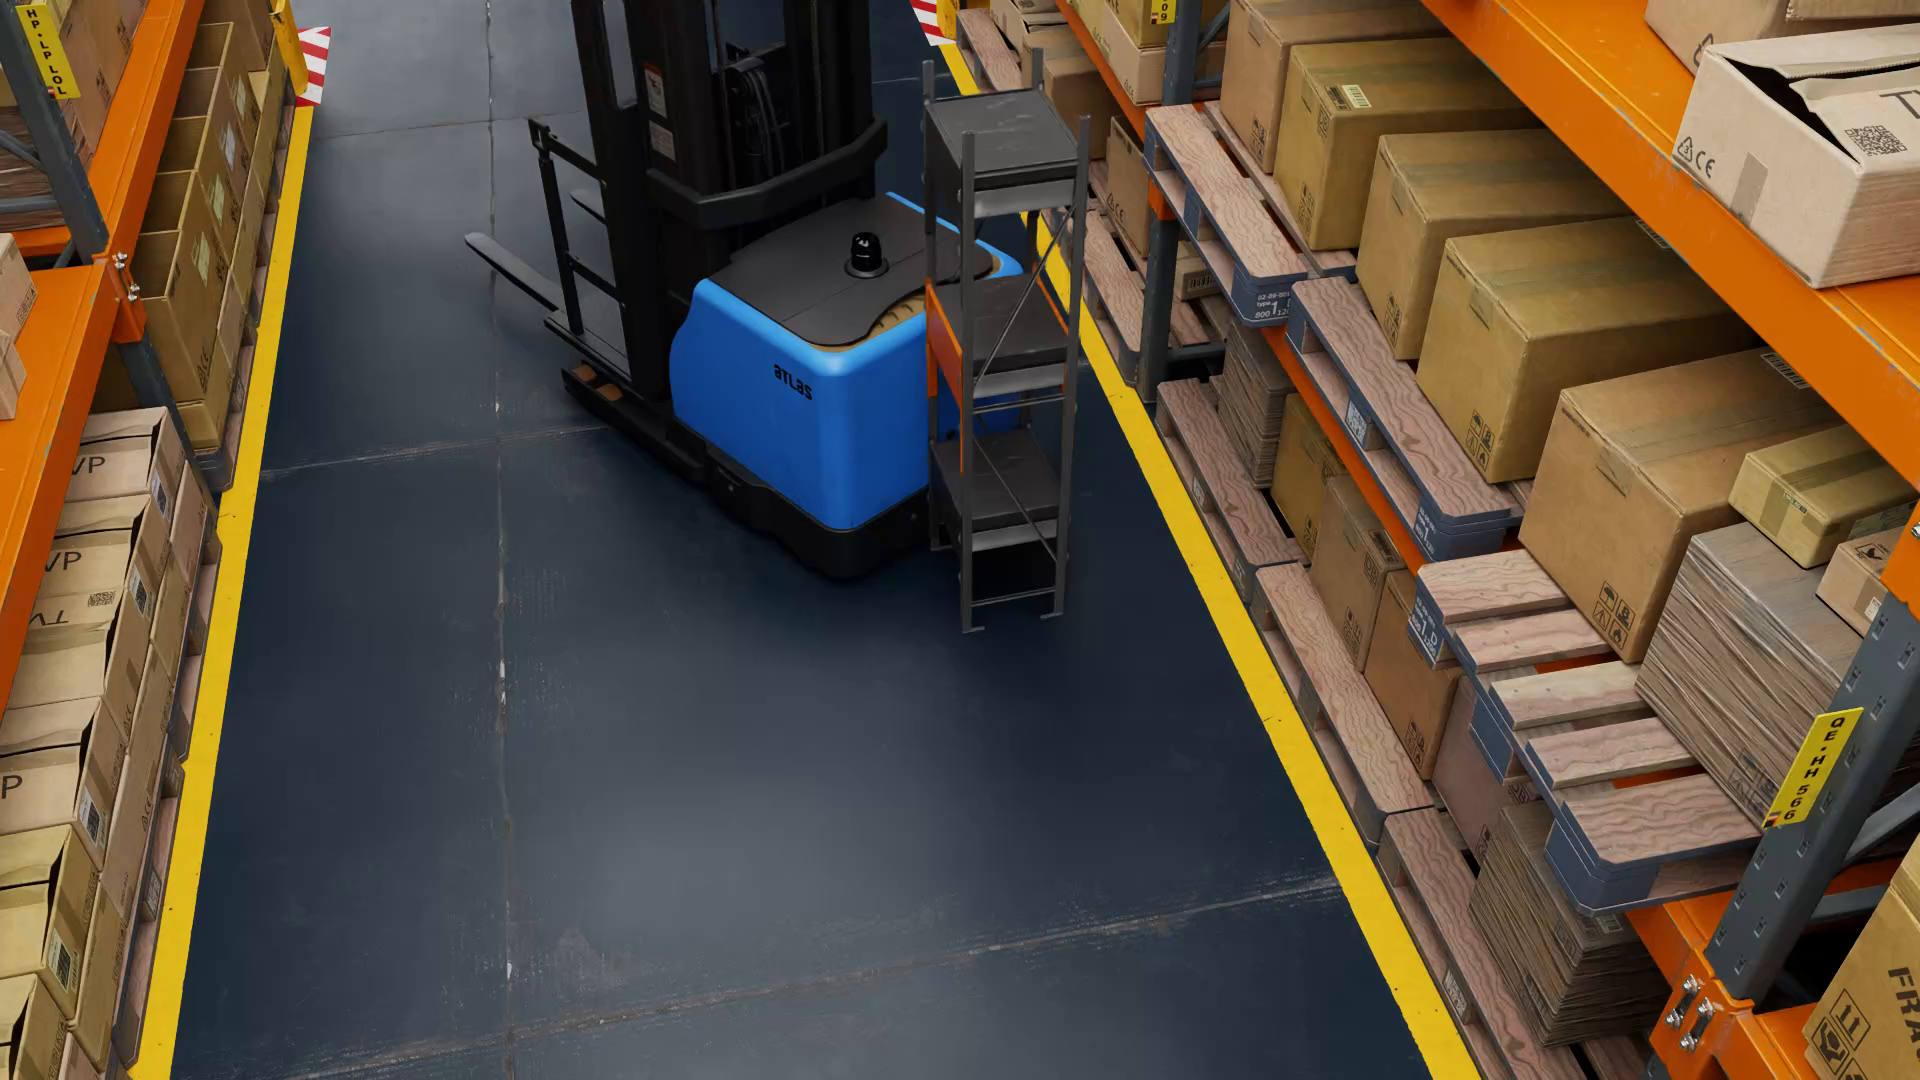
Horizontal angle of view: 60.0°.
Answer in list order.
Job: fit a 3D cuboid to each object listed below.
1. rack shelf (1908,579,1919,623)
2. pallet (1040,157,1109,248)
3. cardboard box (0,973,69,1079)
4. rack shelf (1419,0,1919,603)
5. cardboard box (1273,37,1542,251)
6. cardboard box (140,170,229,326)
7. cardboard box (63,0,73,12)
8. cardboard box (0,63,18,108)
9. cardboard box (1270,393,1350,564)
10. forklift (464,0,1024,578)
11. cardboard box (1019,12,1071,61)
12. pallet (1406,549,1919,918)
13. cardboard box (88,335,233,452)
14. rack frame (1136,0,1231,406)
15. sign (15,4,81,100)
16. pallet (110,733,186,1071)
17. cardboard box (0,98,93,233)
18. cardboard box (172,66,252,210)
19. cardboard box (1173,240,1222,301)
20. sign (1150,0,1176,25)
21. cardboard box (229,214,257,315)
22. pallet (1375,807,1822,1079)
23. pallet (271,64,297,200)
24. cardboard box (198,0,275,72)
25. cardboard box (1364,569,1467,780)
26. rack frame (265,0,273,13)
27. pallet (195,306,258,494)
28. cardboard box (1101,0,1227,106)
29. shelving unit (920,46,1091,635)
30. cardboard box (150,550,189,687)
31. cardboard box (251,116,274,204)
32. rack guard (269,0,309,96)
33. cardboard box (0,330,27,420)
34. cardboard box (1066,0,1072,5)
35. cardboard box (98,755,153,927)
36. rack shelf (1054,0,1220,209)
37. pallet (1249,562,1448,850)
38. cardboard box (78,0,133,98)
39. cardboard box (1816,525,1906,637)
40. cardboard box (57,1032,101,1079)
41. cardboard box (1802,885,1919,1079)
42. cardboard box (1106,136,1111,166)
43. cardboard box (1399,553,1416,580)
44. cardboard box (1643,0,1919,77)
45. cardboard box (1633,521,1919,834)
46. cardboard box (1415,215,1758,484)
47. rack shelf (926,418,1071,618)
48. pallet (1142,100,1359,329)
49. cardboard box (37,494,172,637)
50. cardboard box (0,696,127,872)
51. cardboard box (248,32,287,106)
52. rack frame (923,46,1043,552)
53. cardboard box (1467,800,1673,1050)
[{"bbox_3d":[2.591,1.203,1.418,1.077,0.370,4.000,-8,42,-9],"label":"rack shelf"},{"bbox_3d":[0.850,-2.014,8.860,1.003,0.211,1.213,-8,42,-9],"label":"pallet"},{"bbox_3d":[-2.625,1.412,4.232,0.500,0.311,0.500,-9,42,-10],"label":"cardboard box"},{"bbox_3d":[1.728,-1.390,4.339,1.077,0.370,4.000,-8,42,-9],"label":"rack shelf"},{"bbox_3d":[1.486,-1.338,5.591,0.700,0.500,0.500,-4,42,-5],"label":"cardboard box"},{"bbox_3d":[-3.450,-1.199,7.032,0.500,0.500,0.500,-8,42,-9],"label":"cardboard box"},{"bbox_3d":[-3.579,-2.103,6.296,0.380,0.149,0.250,-9,42,-10],"label":"cardboard box"},{"bbox_3d":[-3.409,-1.604,5.733,0.380,0.149,0.250,-8,42,-9],"label":"cardboard box"},{"bbox_3d":[1.632,-0.261,6.336,0.700,0.500,0.500,-9,42,-10],"label":"cardboard box"},{"bbox_3d":[-1.122,-1.829,6.603,1.130,2.935,3.031,-32,51,-31],"label":"forklift"},{"bbox_3d":[0.617,-2.755,9.288,0.500,0.311,0.500,-5,42,-6],"label":"cardboard box"},{"bbox_3d":[1.902,0.384,4.202,1.213,0.211,1.003,-8,42,-9],"label":"pallet"},{"bbox_3d":[-3.344,-0.594,6.915,0.500,0.250,0.500,-8,42,-9],"label":"cardboard box"},{"bbox_3d":[1.296,-1.834,6.556,1.000,3.000,0.127,-8,42,-9],"label":"rack frame"},{"bbox_3d":[-3.012,-1.609,5.491,0.100,0.325,0.005,-8,42,-9],"label":"sign"},{"bbox_3d":[-3.076,1.186,5.255,1.003,0.211,1.213,-8,42,-9],"label":"pallet"},{"bbox_3d":[-3.642,-1.446,6.044,0.700,0.500,0.500,-9,42,-10],"label":"cardboard box"},{"bbox_3d":[-3.660,-1.848,7.763,0.500,0.500,0.500,-8,42,-9],"label":"cardboard box"},{"bbox_3d":[1.151,-1.281,7.737,0.380,0.166,0.250,-14,43,-15],"label":"cardboard box"},{"bbox_3d":[0.768,-2.075,6.176,0.100,0.325,0.005,-8,42,-9],"label":"sign"},{"bbox_3d":[-3.550,-1.244,7.647,0.500,0.250,0.500,-8,42,-9],"label":"cardboard box"},{"bbox_3d":[1.992,1.295,5.132,1.003,0.211,1.213,-8,42,-9],"label":"pallet"},{"bbox_3d":[-4.197,-2.182,9.049,1.003,0.211,1.213,-8,42,-9],"label":"pallet"},{"bbox_3d":[-3.997,-2.819,8.856,0.500,0.500,0.500,-8,42,-9],"label":"cardboard box"},{"bbox_3d":[1.821,0.401,5.590,0.700,0.500,0.500,-9,42,-10],"label":"cardboard box"},{"bbox_3d":[-4.403,-3.714,8.675,1.000,3.000,0.127,-8,42,-9],"label":"rack frame"},{"bbox_3d":[-3.671,-0.600,7.267,1.003,0.211,1.213,-8,42,-9],"label":"pallet"},{"bbox_3d":[0.898,-2.049,6.897,0.500,0.250,0.500,-8,42,-9],"label":"cardboard box"},{"bbox_3d":[0.139,-0.619,5.866,0.431,2.100,0.503,-10,43,-11],"label":"shelving unit"},{"bbox_3d":[-3.060,0.305,5.902,0.500,0.250,0.500,-9,42,-10],"label":"cardboard box"},{"bbox_3d":[-3.770,-1.892,8.376,0.500,0.250,0.500,-8,42,-9],"label":"cardboard box"},{"bbox_3d":[-4.409,-2.795,9.522,1.175,0.500,0.348,-8,42,-9],"label":"rack guard"},{"bbox_3d":[-3.171,-0.528,5.186,0.396,0.266,0.258,-9,42,-10],"label":"cardboard box"},{"bbox_3d":[0.675,-2.697,7.626,0.500,0.250,0.500,-9,42,-10],"label":"cardboard box"},{"bbox_3d":[-2.841,0.967,5.156,0.500,0.250,0.500,-8,42,-8],"label":"cardboard box"},{"bbox_3d":[0.864,-2.861,8.256,1.077,0.370,4.000,-8,42,-9],"label":"rack shelf"},{"bbox_3d":[1.732,0.506,6.021,1.003,0.211,1.213,-8,42,-9],"label":"pallet"},{"bbox_3d":[-3.867,-2.112,6.795,0.700,0.500,0.500,-8,42,-9],"label":"cardboard box"},{"bbox_3d":[2.056,0.095,3.488,0.380,0.149,0.250,-14,43,-15],"label":"cardboard box"},{"bbox_3d":[-2.612,1.635,4.403,0.500,0.250,0.500,-9,42,-10],"label":"cardboard box"},{"bbox_3d":[2.014,0.954,3.101,0.500,0.500,0.500,-7,42,-8],"label":"cardboard box"},{"bbox_3d":[0.970,-1.972,8.528,0.380,0.149,0.250,-12,43,-13],"label":"cardboard box"},{"bbox_3d":[1.775,0.078,5.389,0.500,0.250,0.500,-9,42,-9],"label":"cardboard box"},{"bbox_3d":[1.970,-1.263,3.560,0.797,0.503,0.637,-3,42,-3],"label":"cardboard box"},{"bbox_3d":[2.048,0.254,3.798,0.700,0.500,0.500,-13,43,-14],"label":"cardboard box"},{"bbox_3d":[1.758,-0.551,4.704,0.700,0.500,0.500,-8,42,-9],"label":"cardboard box"},{"bbox_3d":[0.139,-0.085,6.339,0.431,0.518,0.480,-10,43,-11],"label":"rack shelf"},{"bbox_3d":[1.319,-1.246,6.038,1.003,0.211,1.213,-8,42,-9],"label":"pallet"},{"bbox_3d":[-3.054,0.098,5.713,0.500,0.311,0.500,-7,42,-8],"label":"cardboard box"},{"bbox_3d":[-2.844,0.748,4.981,0.500,0.311,0.500,-9,42,-10],"label":"cardboard box"},{"bbox_3d":[-3.999,-2.538,9.104,0.500,0.250,0.500,-8,42,-9],"label":"cardboard box"},{"bbox_3d":[0.075,-0.775,6.042,0.400,2.100,0.015,-10,43,-11],"label":"rack frame"},{"bbox_3d":[1.953,1.070,4.837,0.700,0.500,0.500,-8,42,-9],"label":"cardboard box"}]
